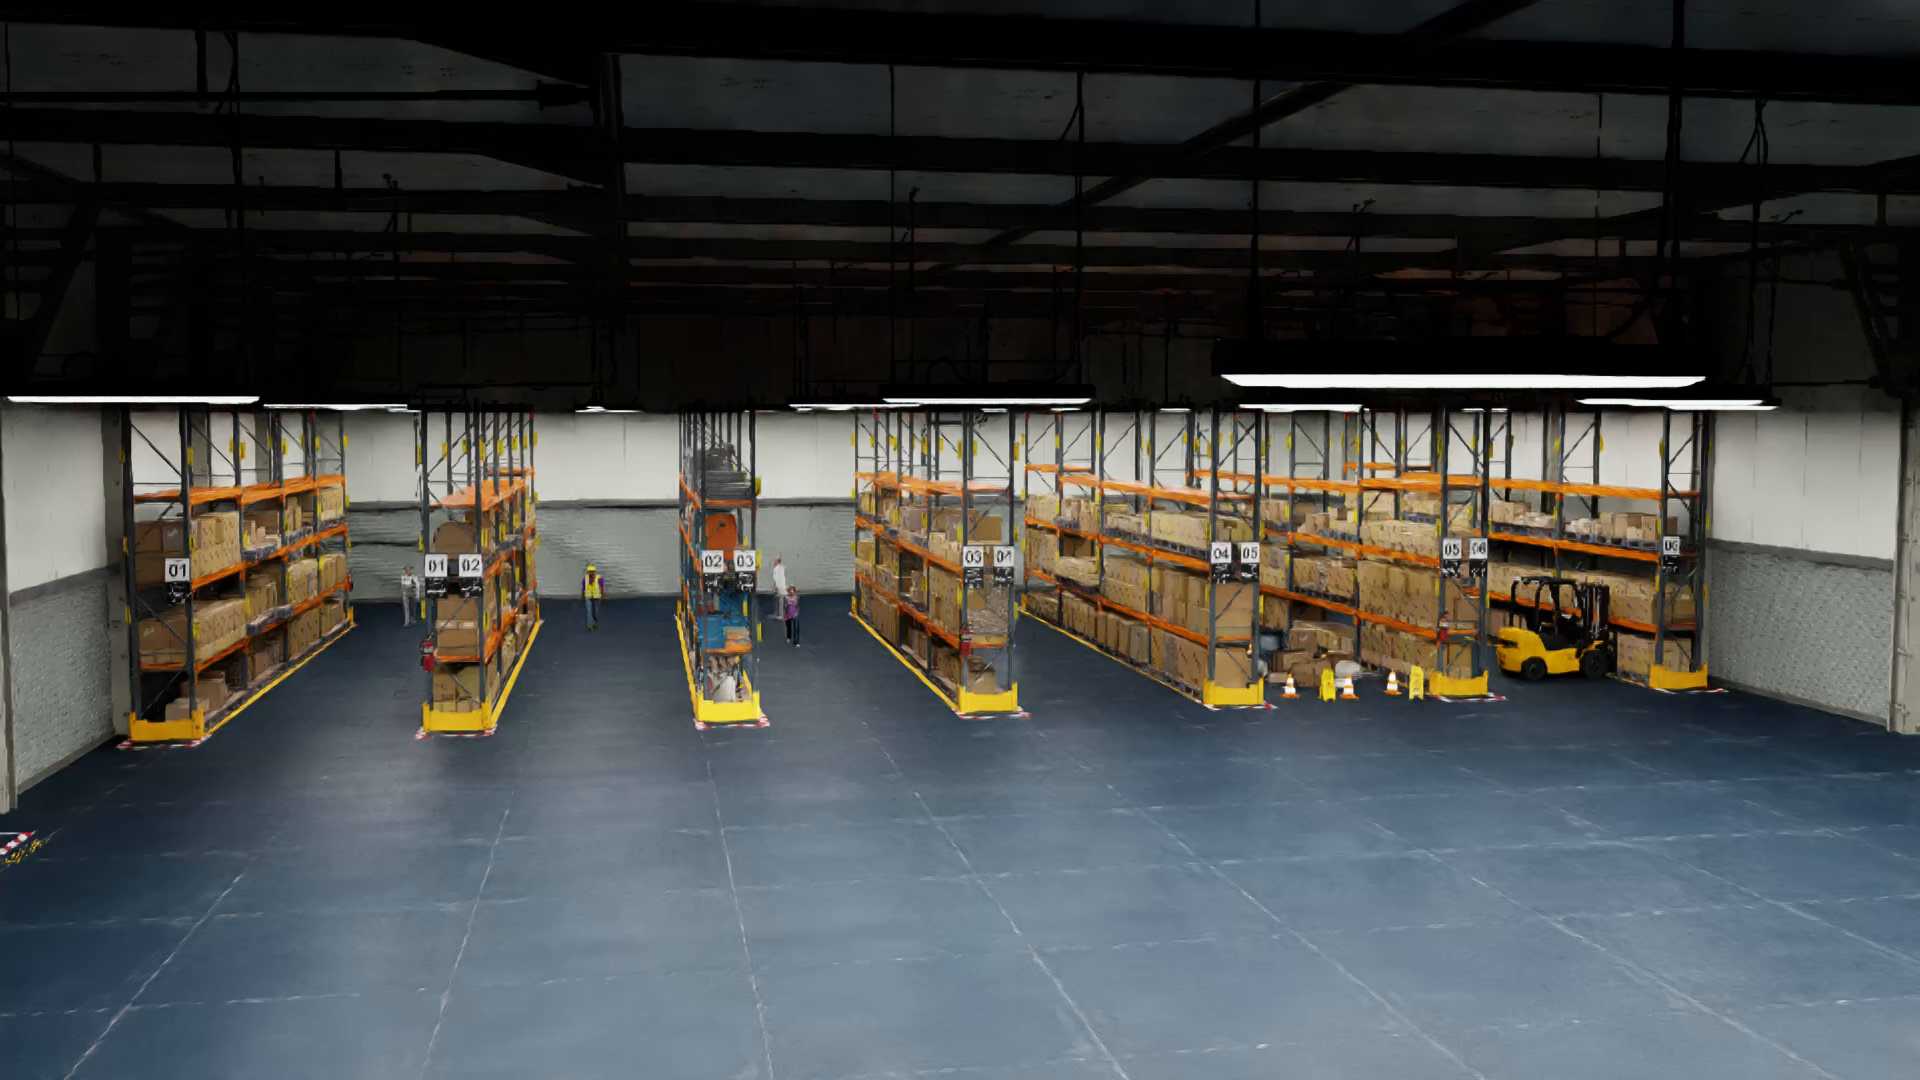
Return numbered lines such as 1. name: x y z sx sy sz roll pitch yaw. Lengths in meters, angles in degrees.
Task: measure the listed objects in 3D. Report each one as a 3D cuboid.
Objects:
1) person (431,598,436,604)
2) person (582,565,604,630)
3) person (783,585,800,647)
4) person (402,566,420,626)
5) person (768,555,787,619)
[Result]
1. person: -15.506 1.164 49.493 0.594 1.660 0.625 4 6 44
2. person: -9.799 1.517 44.421 0.589 1.716 1.043 -1 4 -12
3. person: -4.154 1.860 40.978 0.417 1.517 1.037 -1 4 -8
4. person: -14.936 1.493 45.215 0.500 1.624 0.997 -1 4 -12
5. person: -5.083 1.308 46.511 0.637 1.771 0.709 0 4 0
